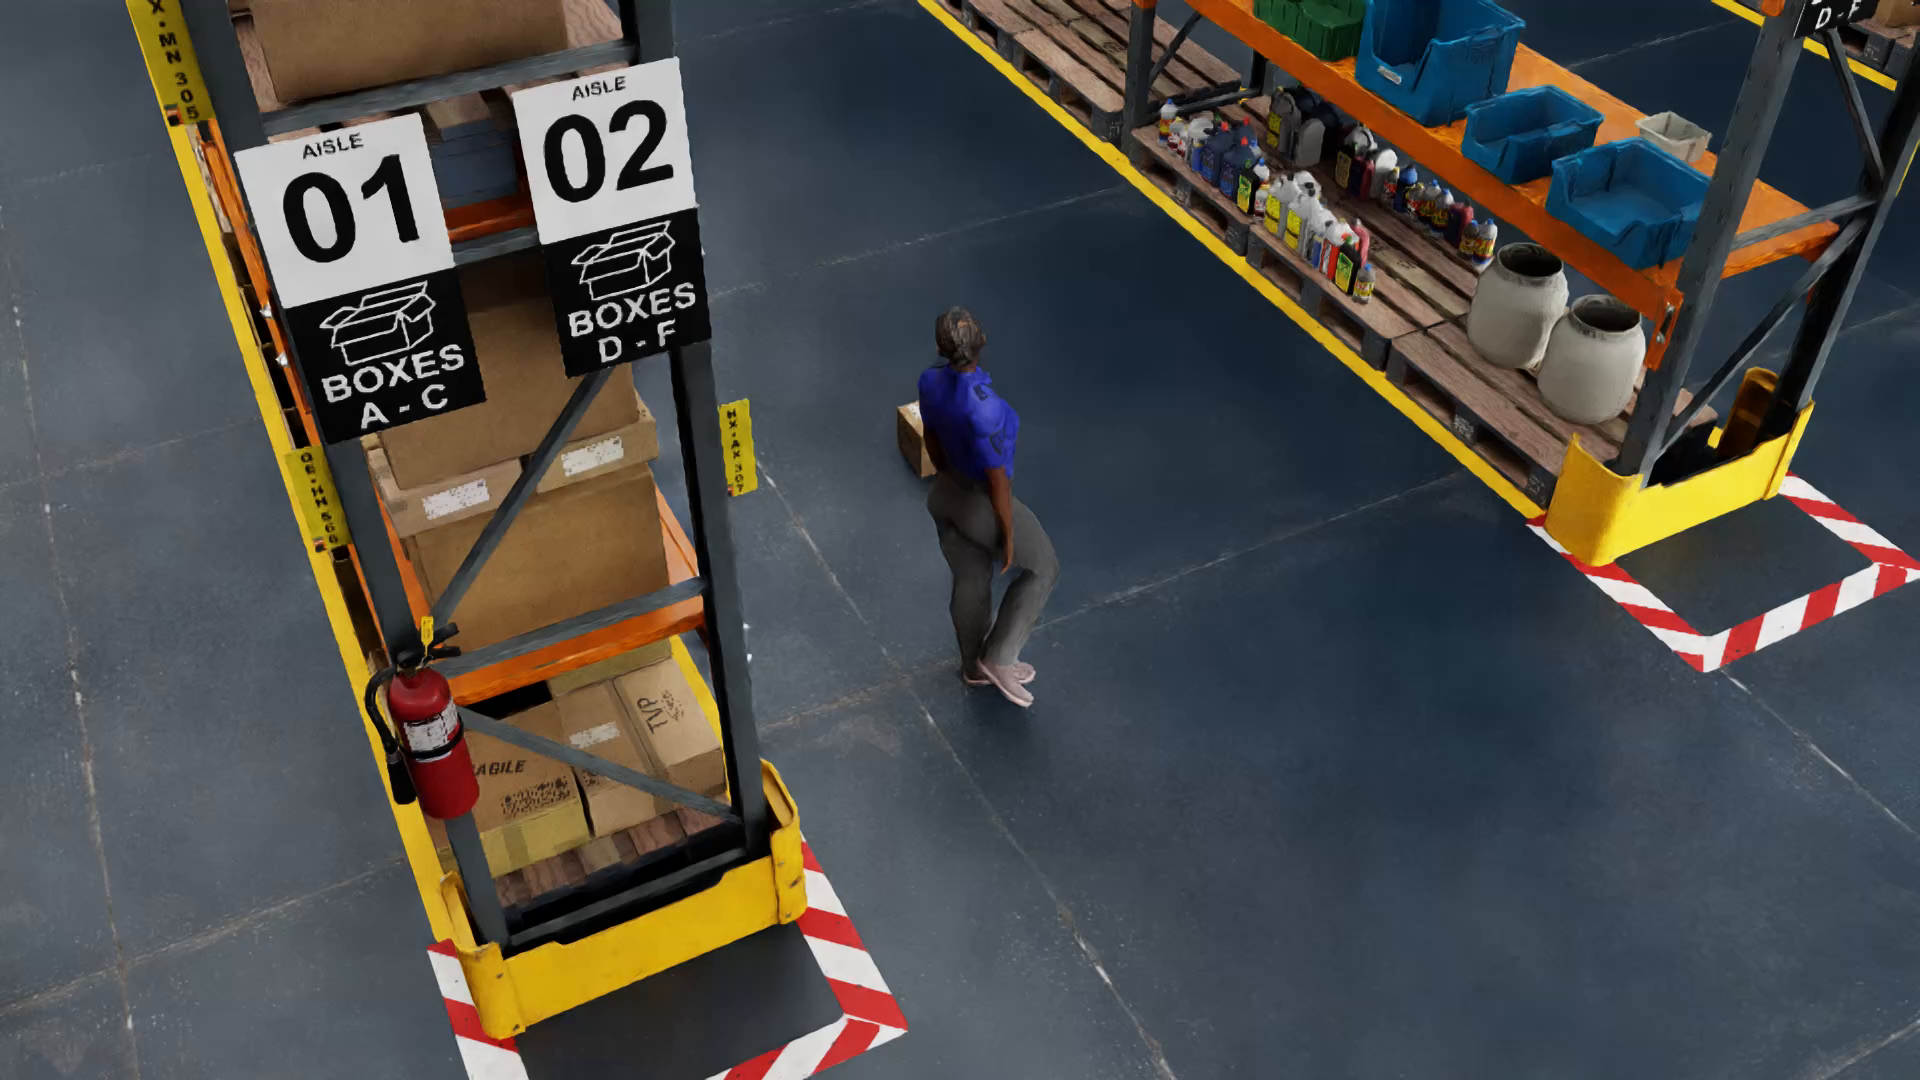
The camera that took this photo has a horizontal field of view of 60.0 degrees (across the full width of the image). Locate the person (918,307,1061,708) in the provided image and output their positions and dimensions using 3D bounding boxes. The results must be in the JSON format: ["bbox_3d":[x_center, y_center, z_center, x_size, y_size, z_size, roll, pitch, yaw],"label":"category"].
[{"bbox_3d":[0.138,-0.111,6.277,0.427,1.650,0.664,-25,47,-25],"label":"person"}]
